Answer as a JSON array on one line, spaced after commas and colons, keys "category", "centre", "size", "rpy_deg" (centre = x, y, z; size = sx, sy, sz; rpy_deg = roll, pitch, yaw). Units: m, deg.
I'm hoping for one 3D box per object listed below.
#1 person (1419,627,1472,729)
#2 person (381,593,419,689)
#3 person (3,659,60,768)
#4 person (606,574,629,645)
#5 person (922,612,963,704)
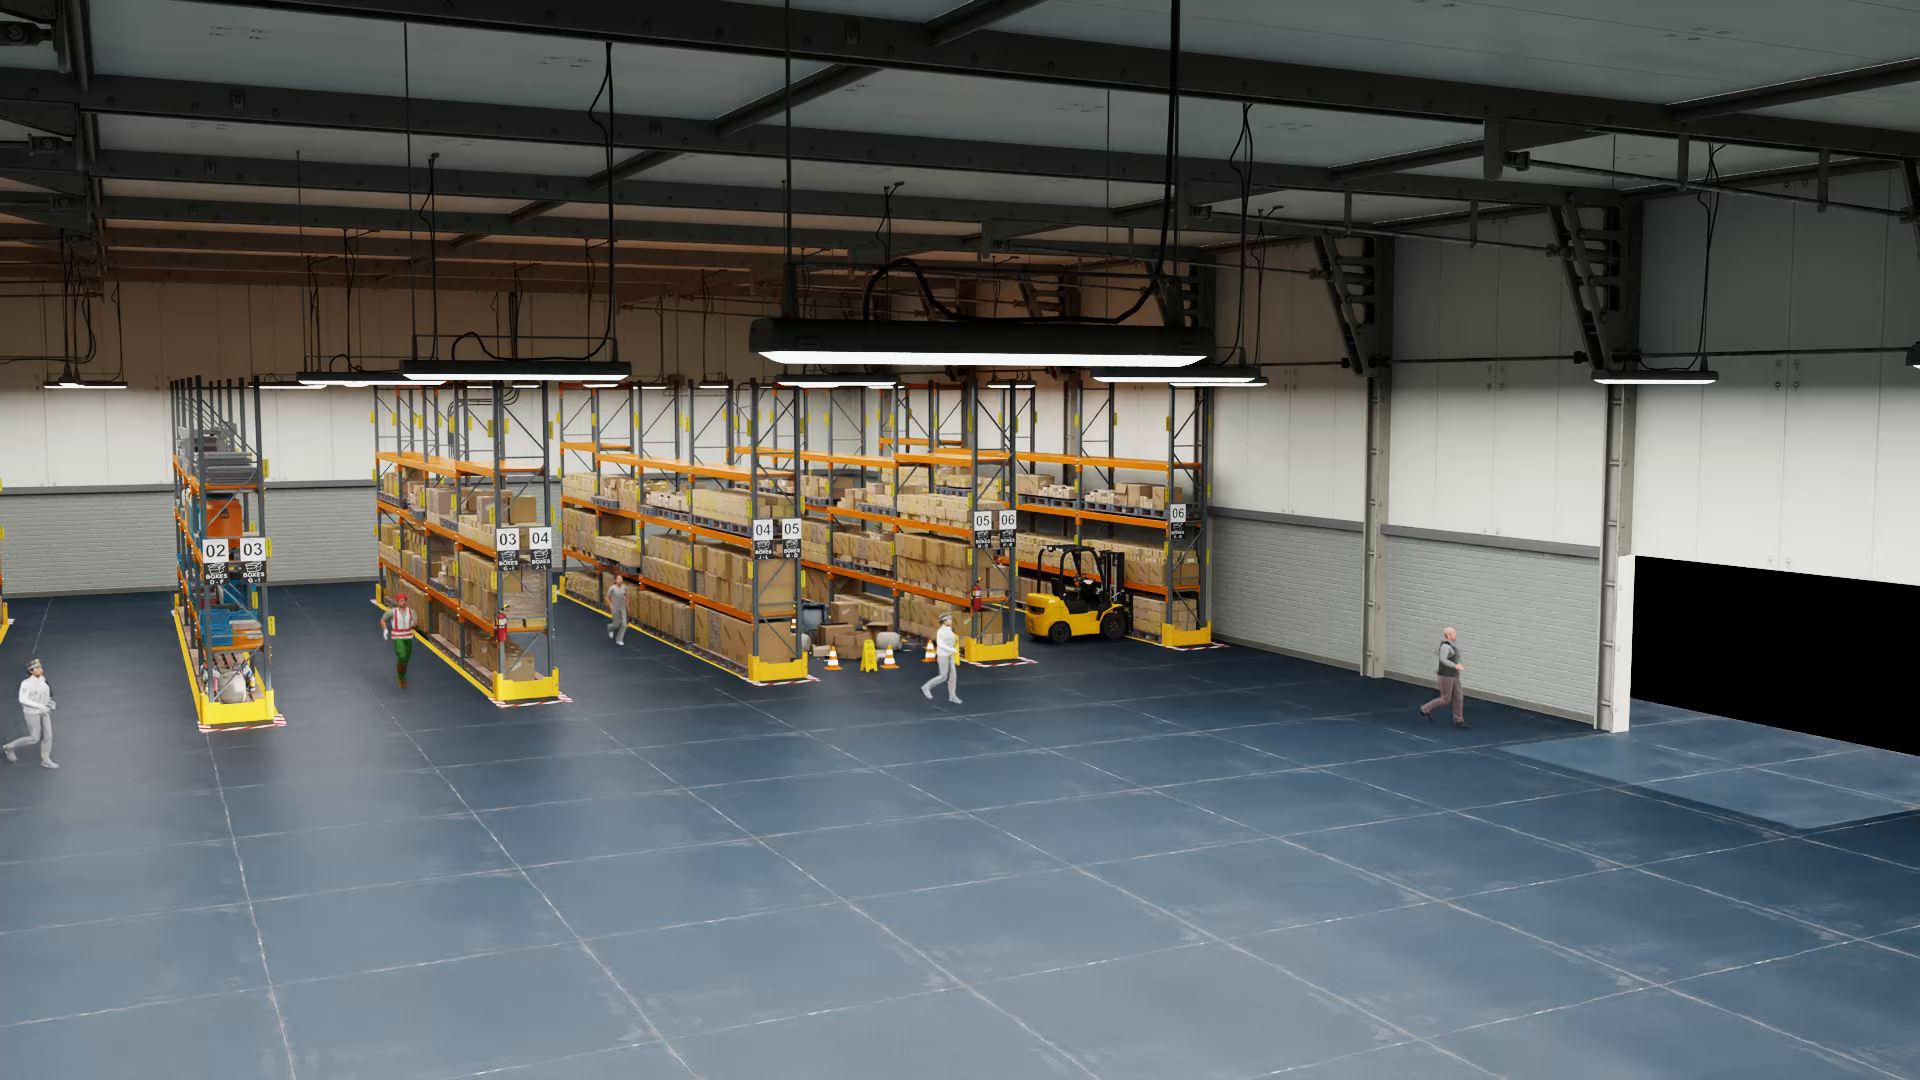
[{"category": "person", "centre": [8.306, 2.348, 28.390], "size": [0.883, 1.724, 0.661], "rpy_deg": [3, 6, 29]}, {"category": "person", "centre": [-10.840, 1.958, 32.314], "size": [0.642, 1.846, 0.774], "rpy_deg": [-5, 7, -42]}, {"category": "person", "centre": [-14.144, 2.648, 25.378], "size": [0.781, 1.691, 0.624], "rpy_deg": [0, 5, 5]}, {"category": "person", "centre": [-7.790, 1.563, 37.785], "size": [0.550, 1.621, 0.622], "rpy_deg": [-3, 6, -34]}, {"category": "person", "centre": [-0.310, 2.160, 30.701], "size": [0.784, 1.705, 0.640], "rpy_deg": [2, 5, 18]}]
